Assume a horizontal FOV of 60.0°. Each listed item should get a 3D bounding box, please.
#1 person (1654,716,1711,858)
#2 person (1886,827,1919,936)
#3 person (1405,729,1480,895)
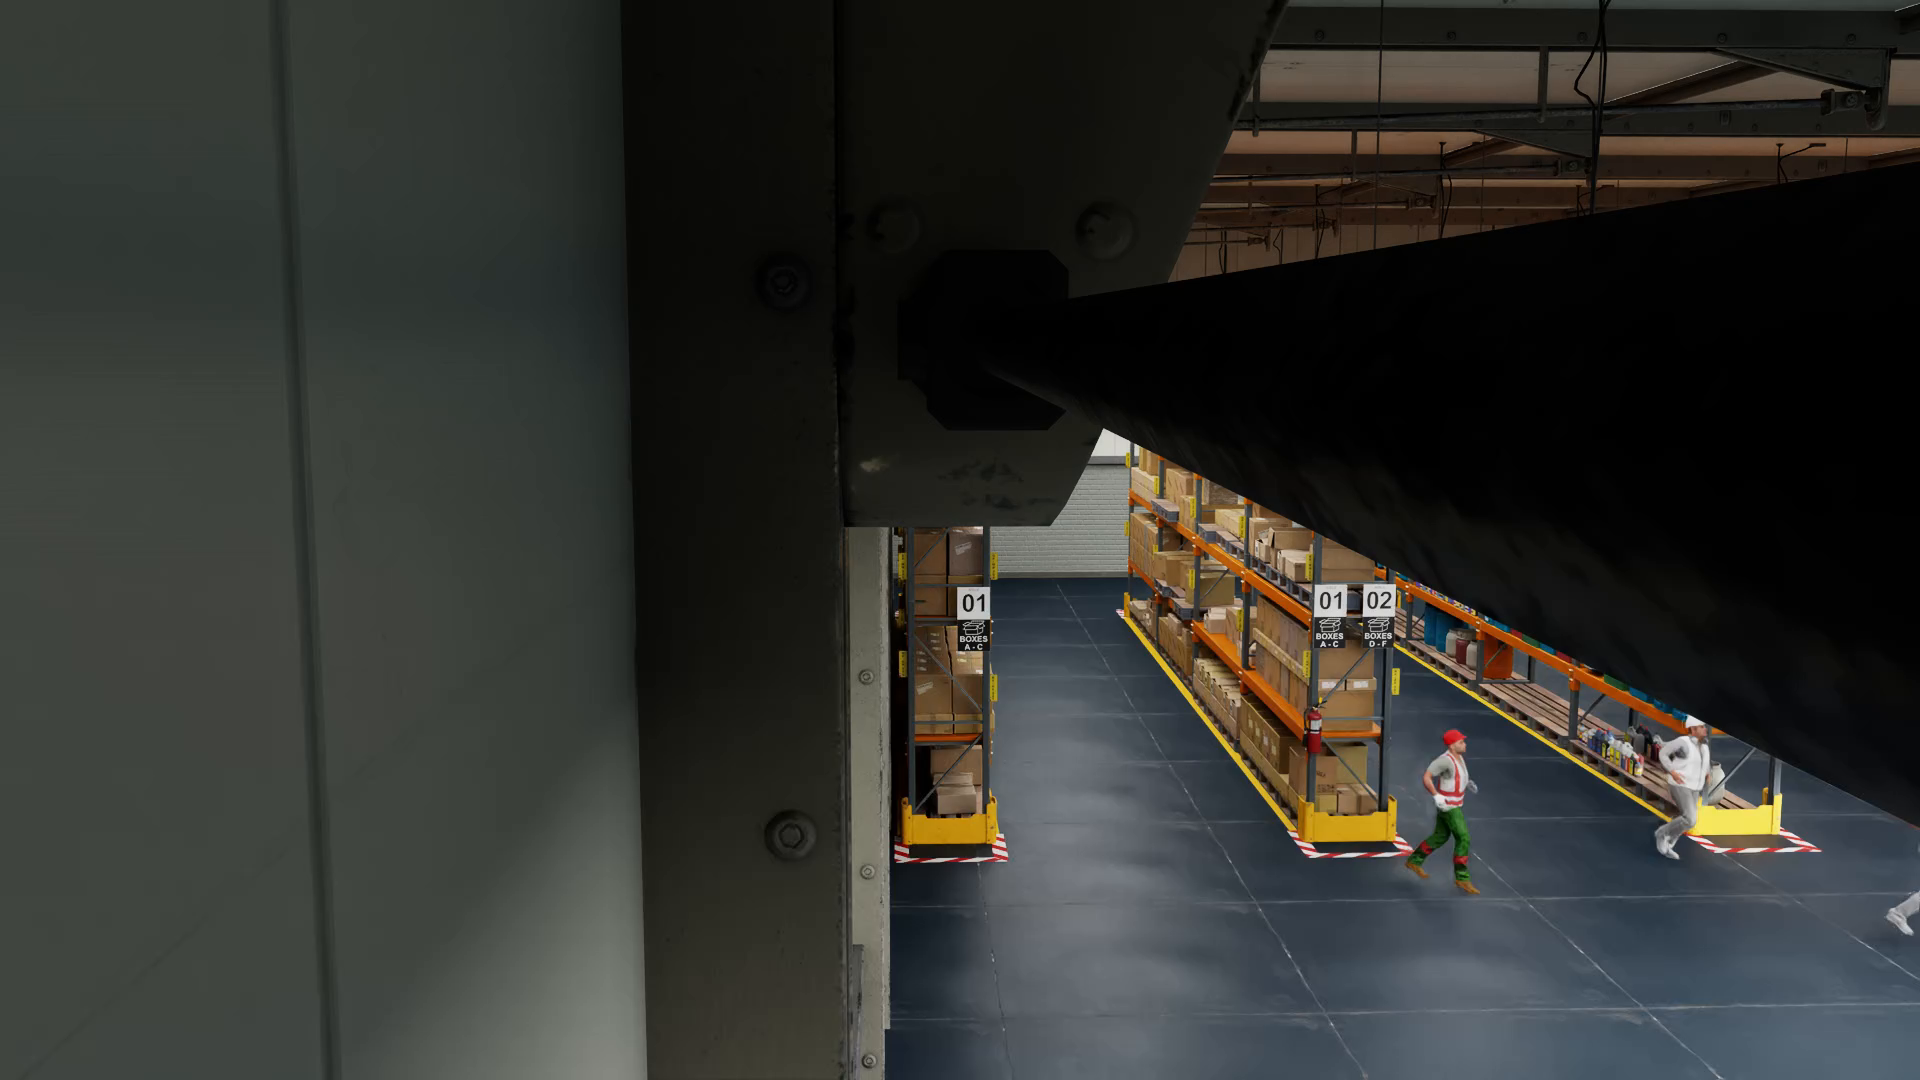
[{"bbox_3d":[8.725,2.943,19.909,0.667,1.736,0.538,-4,9,-31],"label":"person"},{"bbox_3d":[10.054,3.258,17.010,0.962,1.770,0.695,3,8,20],"label":"person"},{"bbox_3d":[5.516,3.033,18.859,0.859,1.822,0.669,3,8,25],"label":"person"}]
